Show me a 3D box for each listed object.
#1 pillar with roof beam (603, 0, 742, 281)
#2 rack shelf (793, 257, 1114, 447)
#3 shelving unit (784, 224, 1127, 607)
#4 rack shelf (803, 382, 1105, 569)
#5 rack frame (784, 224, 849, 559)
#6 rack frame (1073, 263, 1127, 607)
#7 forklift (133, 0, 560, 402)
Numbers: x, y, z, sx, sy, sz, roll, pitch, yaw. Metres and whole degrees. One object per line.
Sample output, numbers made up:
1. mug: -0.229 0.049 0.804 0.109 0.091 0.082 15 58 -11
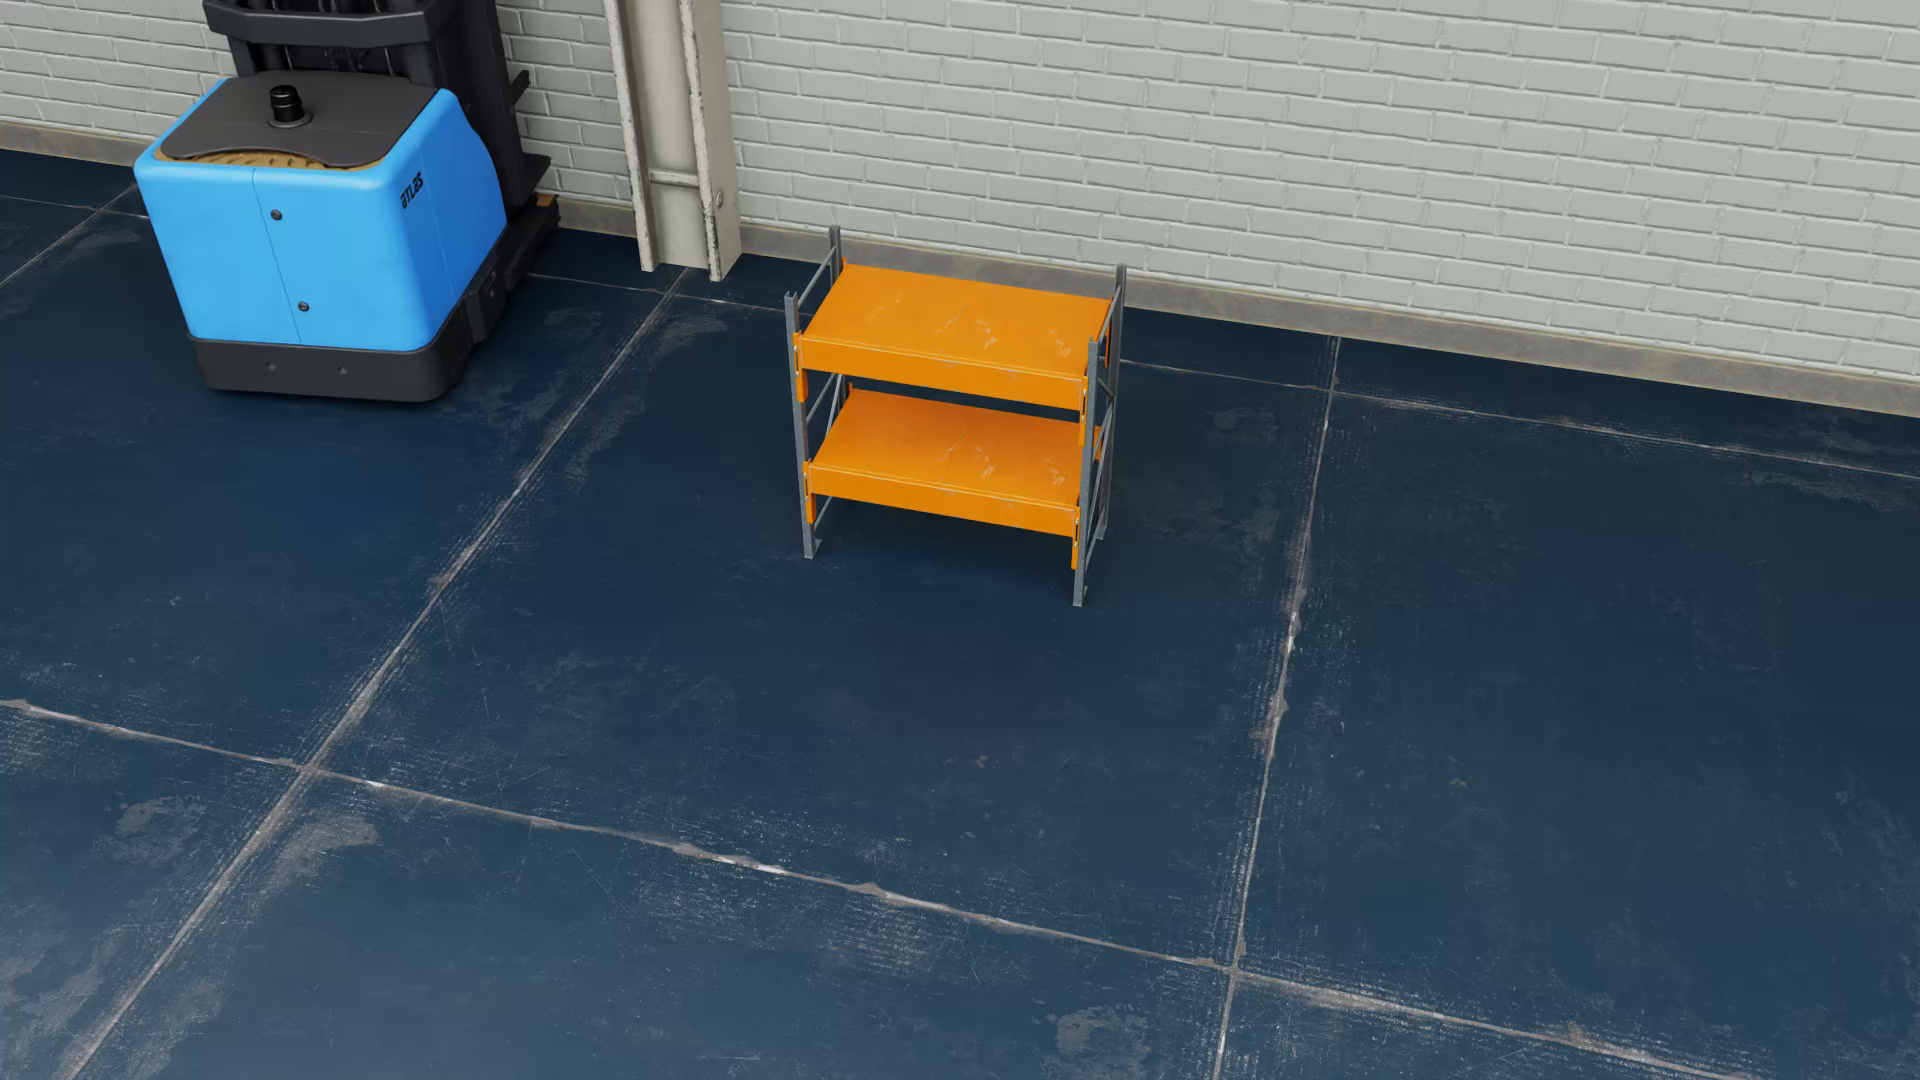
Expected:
1. pillar with roof beam: -2.368 -2.091 1.743 0.400 9.000 9.100 10 41 11
2. rack shelf: -0.007 -0.656 5.701 1.000 0.278 0.538 10 41 11
3. shelving unit: -0.007 -0.432 5.890 1.048 1.125 0.538 10 41 11
4. rack shelf: -0.007 -0.245 6.047 1.000 0.278 0.538 10 41 11
5. rack frame: -0.498 -0.516 5.990 0.032 1.125 0.500 10 41 11
6. rack frame: 0.485 -0.347 5.789 0.032 1.125 0.500 10 41 11
7. forklift: -2.488 -2.629 7.101 1.130 2.935 3.031 4 40 5
